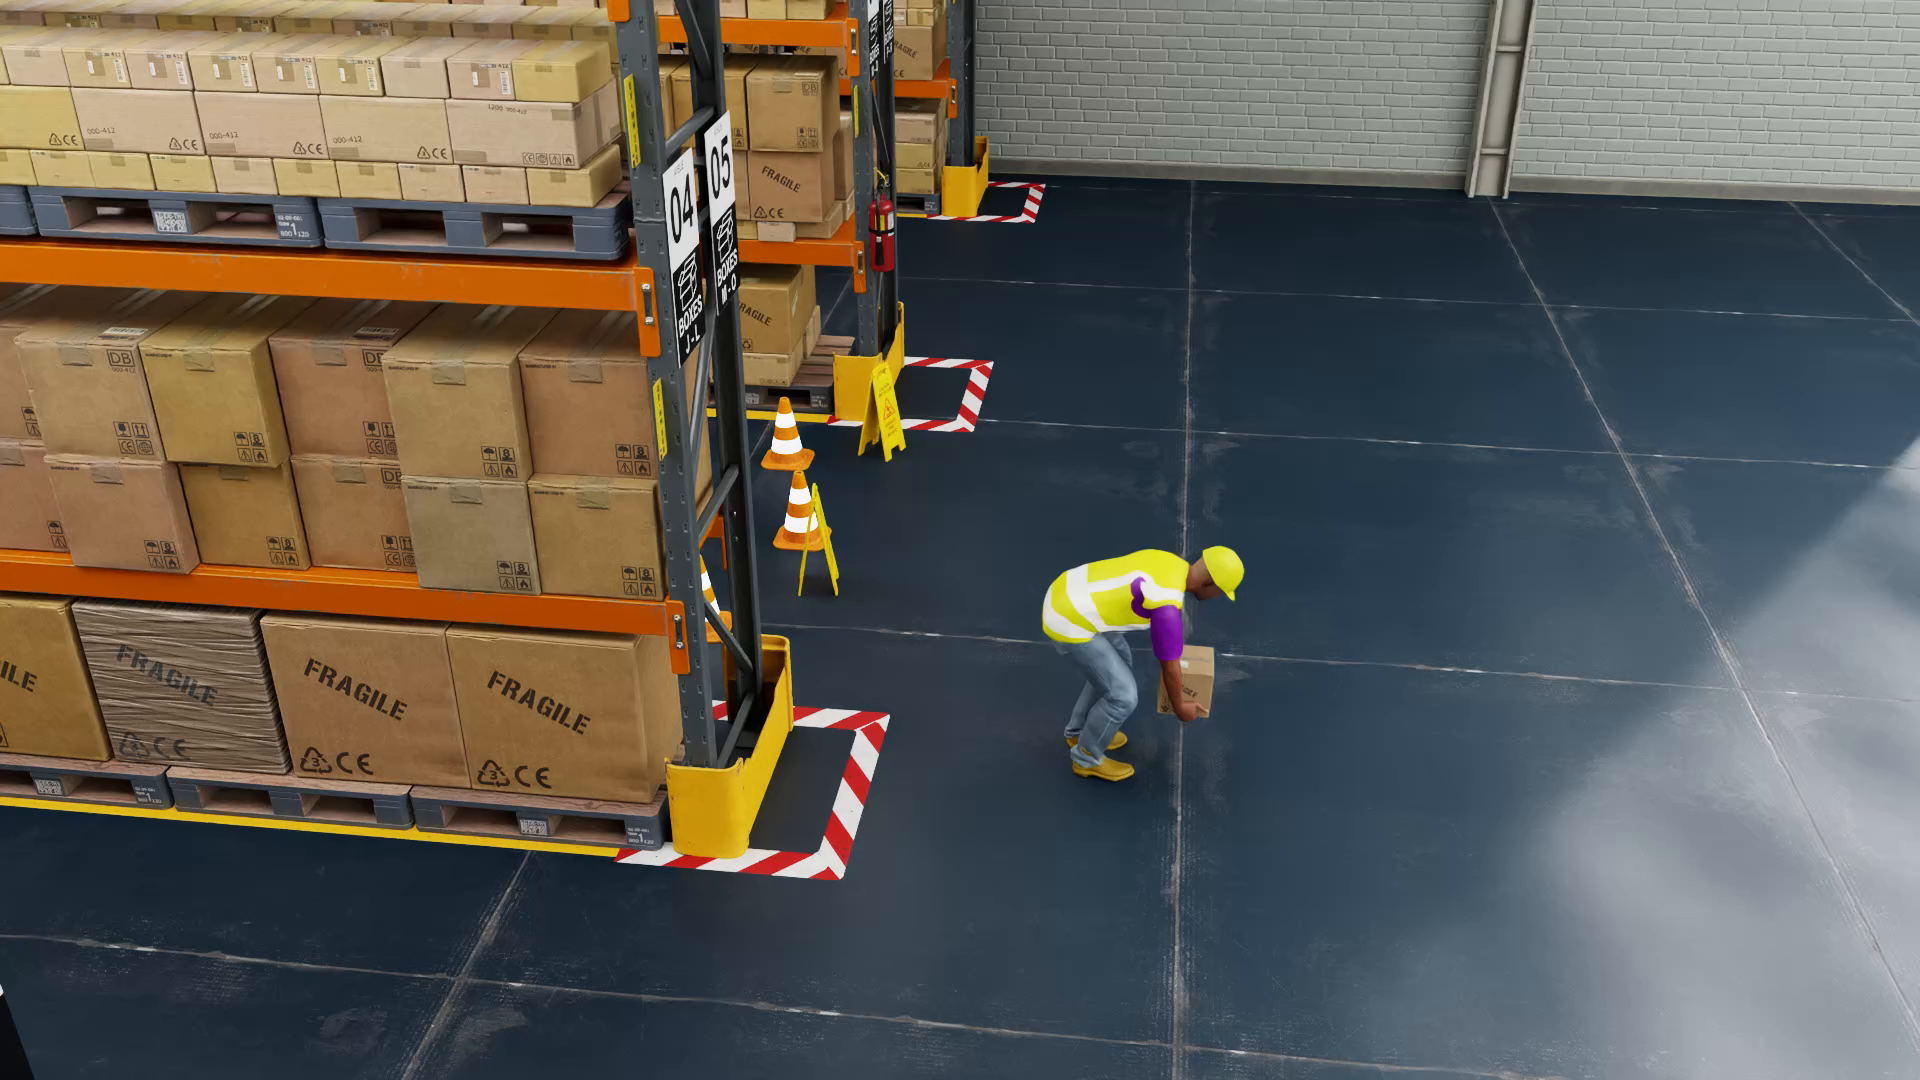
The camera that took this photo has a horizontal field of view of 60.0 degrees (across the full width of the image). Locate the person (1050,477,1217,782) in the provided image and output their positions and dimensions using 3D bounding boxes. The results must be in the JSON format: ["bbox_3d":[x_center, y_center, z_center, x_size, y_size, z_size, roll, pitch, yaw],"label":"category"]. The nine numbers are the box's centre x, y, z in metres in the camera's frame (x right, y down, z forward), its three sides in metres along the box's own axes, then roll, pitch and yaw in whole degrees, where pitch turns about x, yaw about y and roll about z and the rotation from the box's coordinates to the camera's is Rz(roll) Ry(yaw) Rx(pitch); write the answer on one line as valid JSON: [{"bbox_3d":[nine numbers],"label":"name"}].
[{"bbox_3d":[0.821,0.407,8.025,0.749,1.589,0.488,3,28,5],"label":"person"}]
